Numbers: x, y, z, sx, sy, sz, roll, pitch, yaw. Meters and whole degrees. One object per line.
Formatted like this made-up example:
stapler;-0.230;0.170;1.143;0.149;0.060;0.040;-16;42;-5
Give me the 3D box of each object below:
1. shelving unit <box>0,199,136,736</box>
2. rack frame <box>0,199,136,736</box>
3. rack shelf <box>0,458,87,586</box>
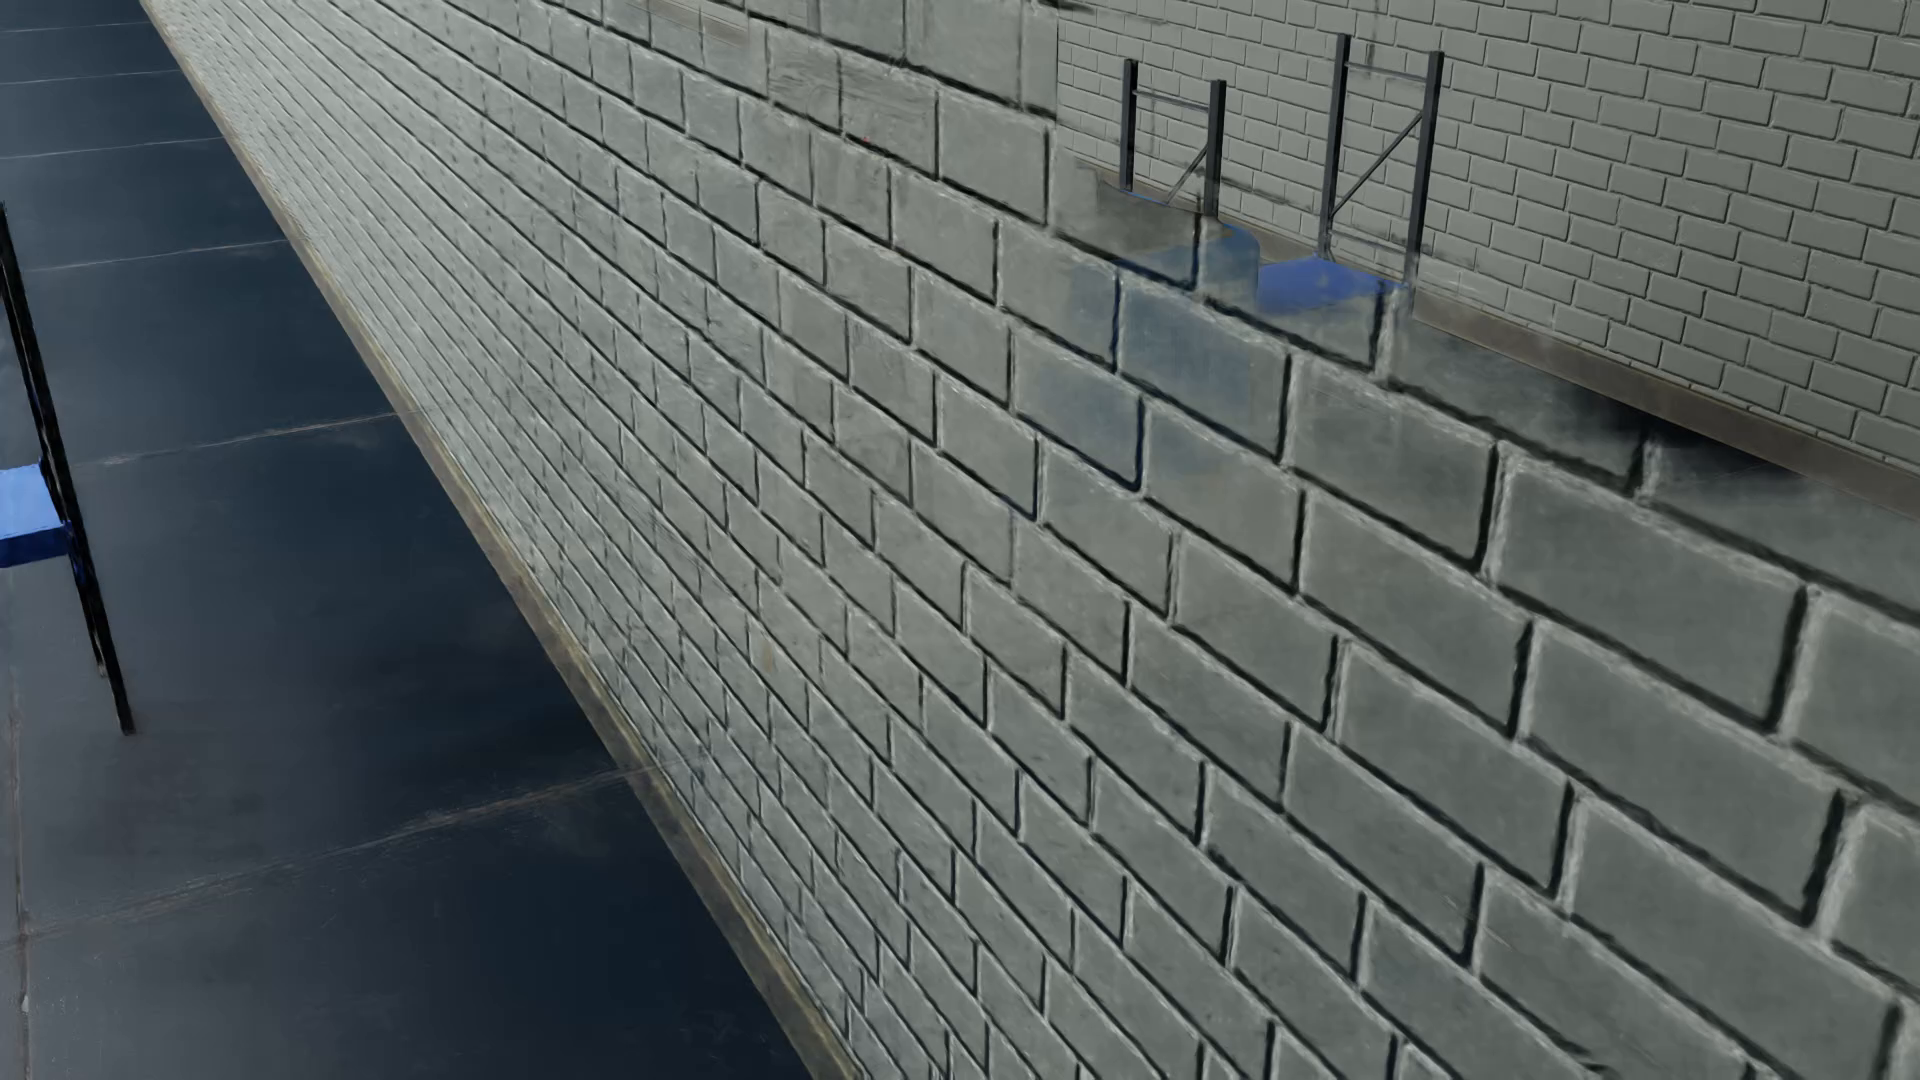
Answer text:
shelving unit;1.147;-1.019;6.139;1.048;1.500;0.538;-16;30;-30
rack frame;1.572;-1.139;6.389;0.032;1.500;0.500;-16;30;-30
rack shelf;1.147;-0.856;6.217;1.000;0.185;0.538;-16;30;-30
